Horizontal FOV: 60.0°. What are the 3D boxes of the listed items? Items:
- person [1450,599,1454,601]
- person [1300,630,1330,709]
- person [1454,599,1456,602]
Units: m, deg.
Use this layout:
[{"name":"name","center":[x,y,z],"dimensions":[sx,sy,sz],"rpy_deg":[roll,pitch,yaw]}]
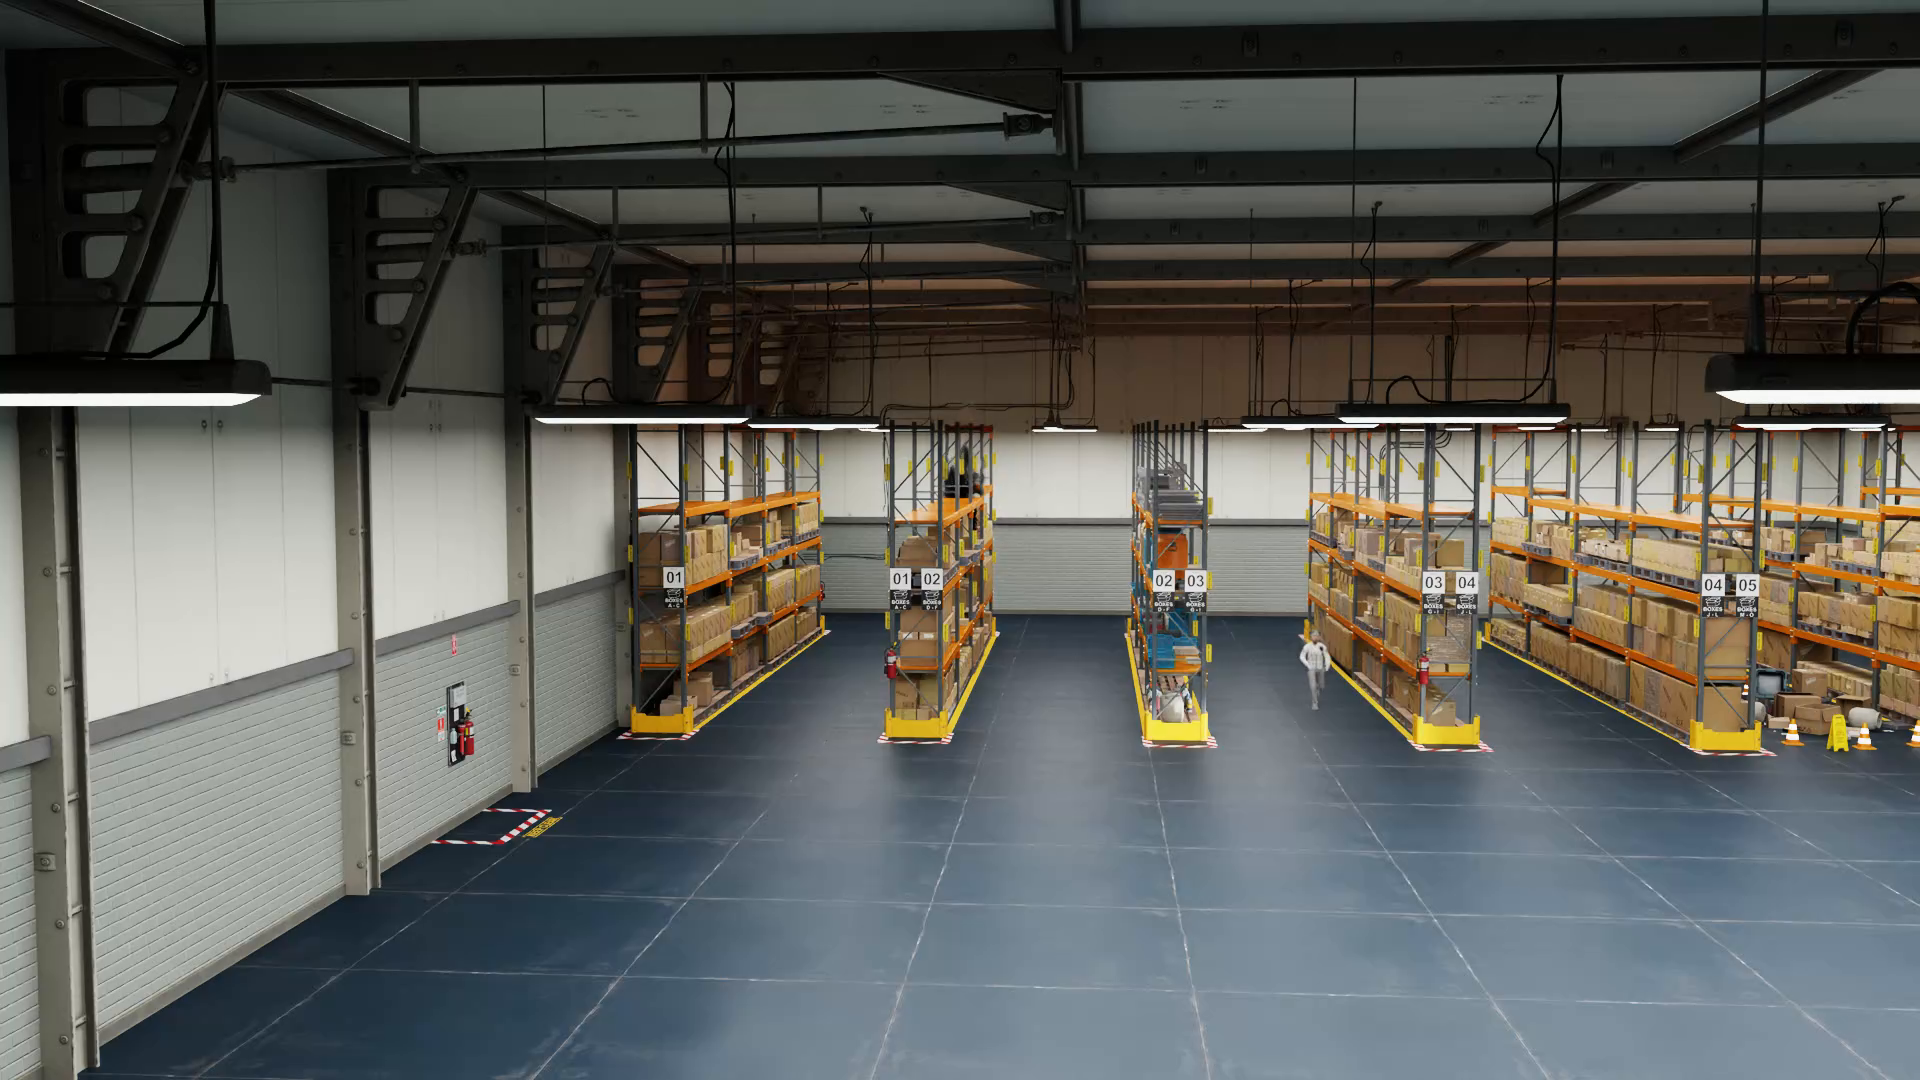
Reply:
[{"name":"person","center":[13.643,1.917,46.651],"dimensions":[0.610,1.765,0.725],"rpy_deg":[-2,4,-29]},{"name":"person","center":[7.465,2.701,34.979],"dimensions":[0.639,1.651,0.599],"rpy_deg":[0,4,0]},{"name":"person","center":[13.330,2.076,43.942],"dimensions":[0.680,1.732,0.623],"rpy_deg":[0,4,7]}]
